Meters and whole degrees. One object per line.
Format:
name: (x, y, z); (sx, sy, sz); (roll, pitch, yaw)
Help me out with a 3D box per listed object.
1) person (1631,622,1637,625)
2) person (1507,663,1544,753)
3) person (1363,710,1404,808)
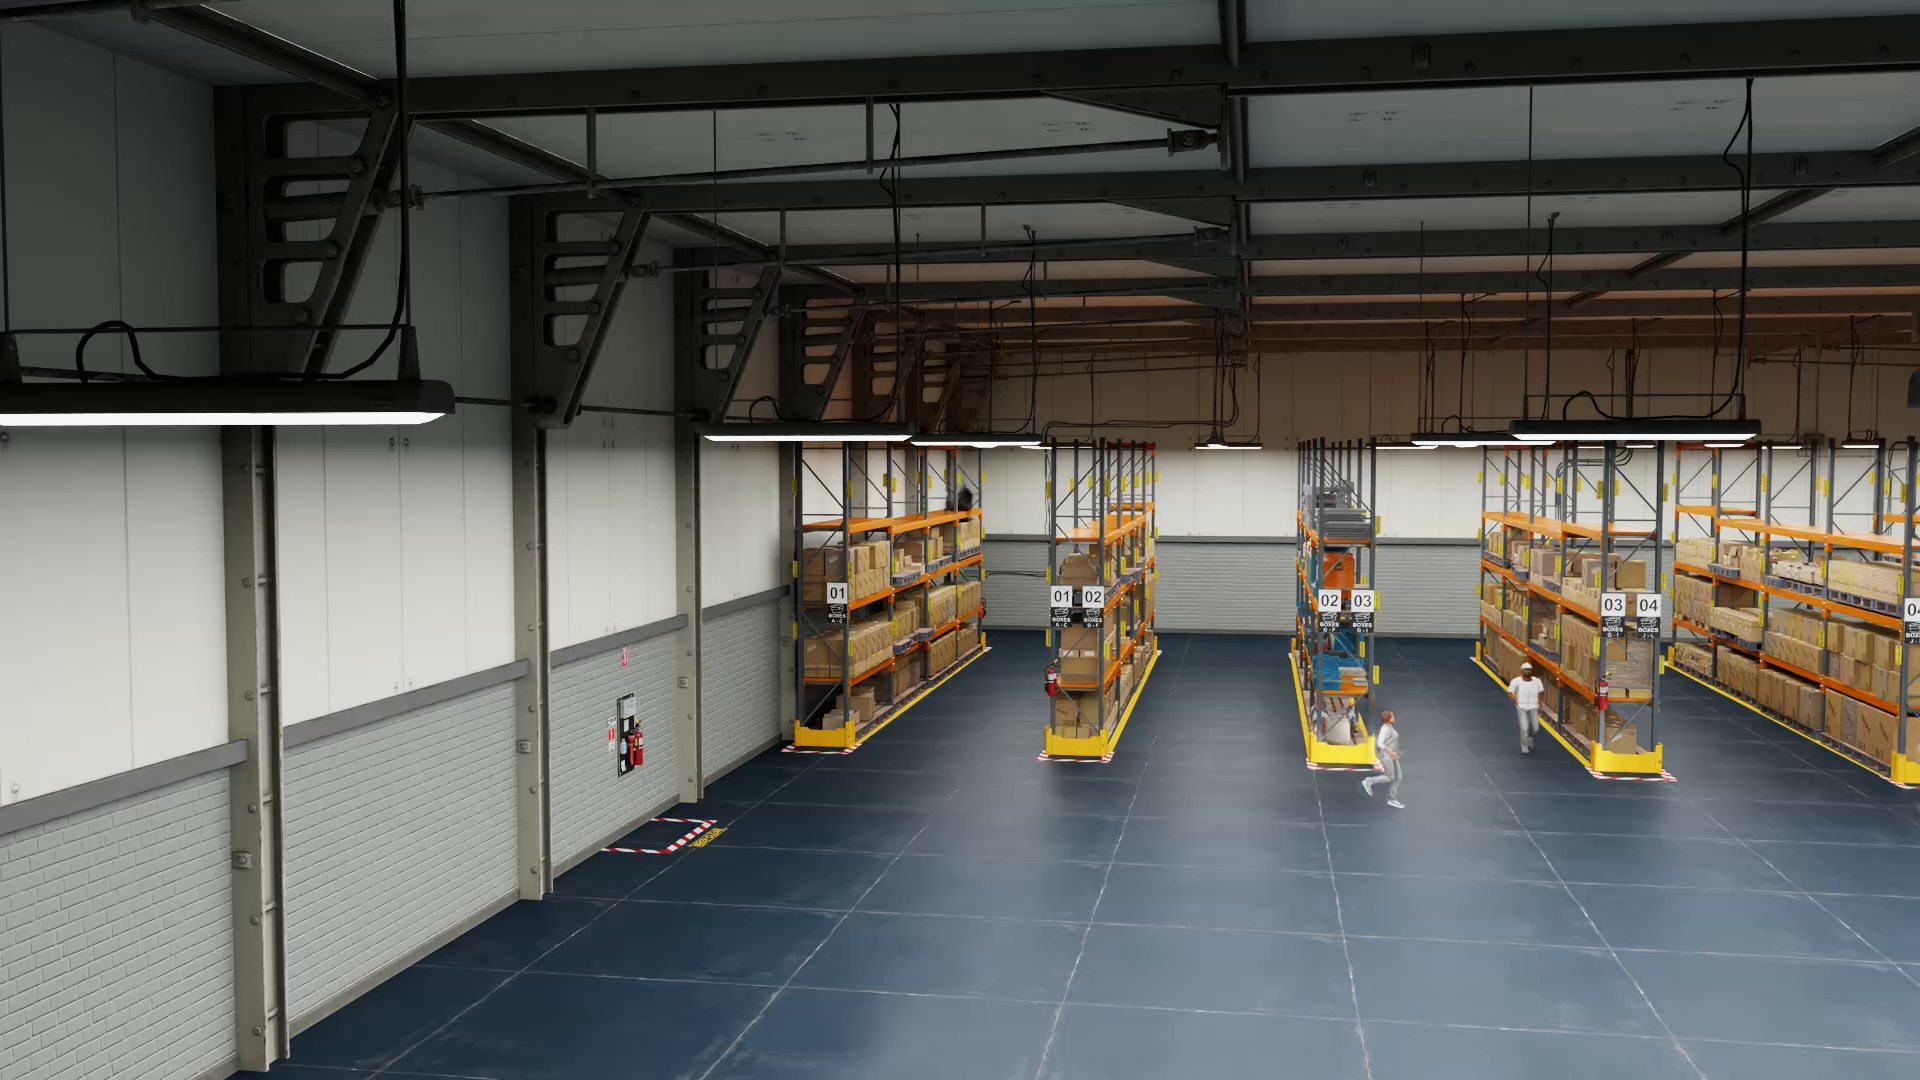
person: (17.806, 2.499, 44.514); (0.683, 1.833, 0.760); (2, 4, 33)
person: (10.768, 3.188, 31.589); (0.695, 1.719, 0.601); (0, 3, 7)
person: (6.873, 3.527, 26.918); (0.664, 1.575, 0.536); (2, 3, 29)
